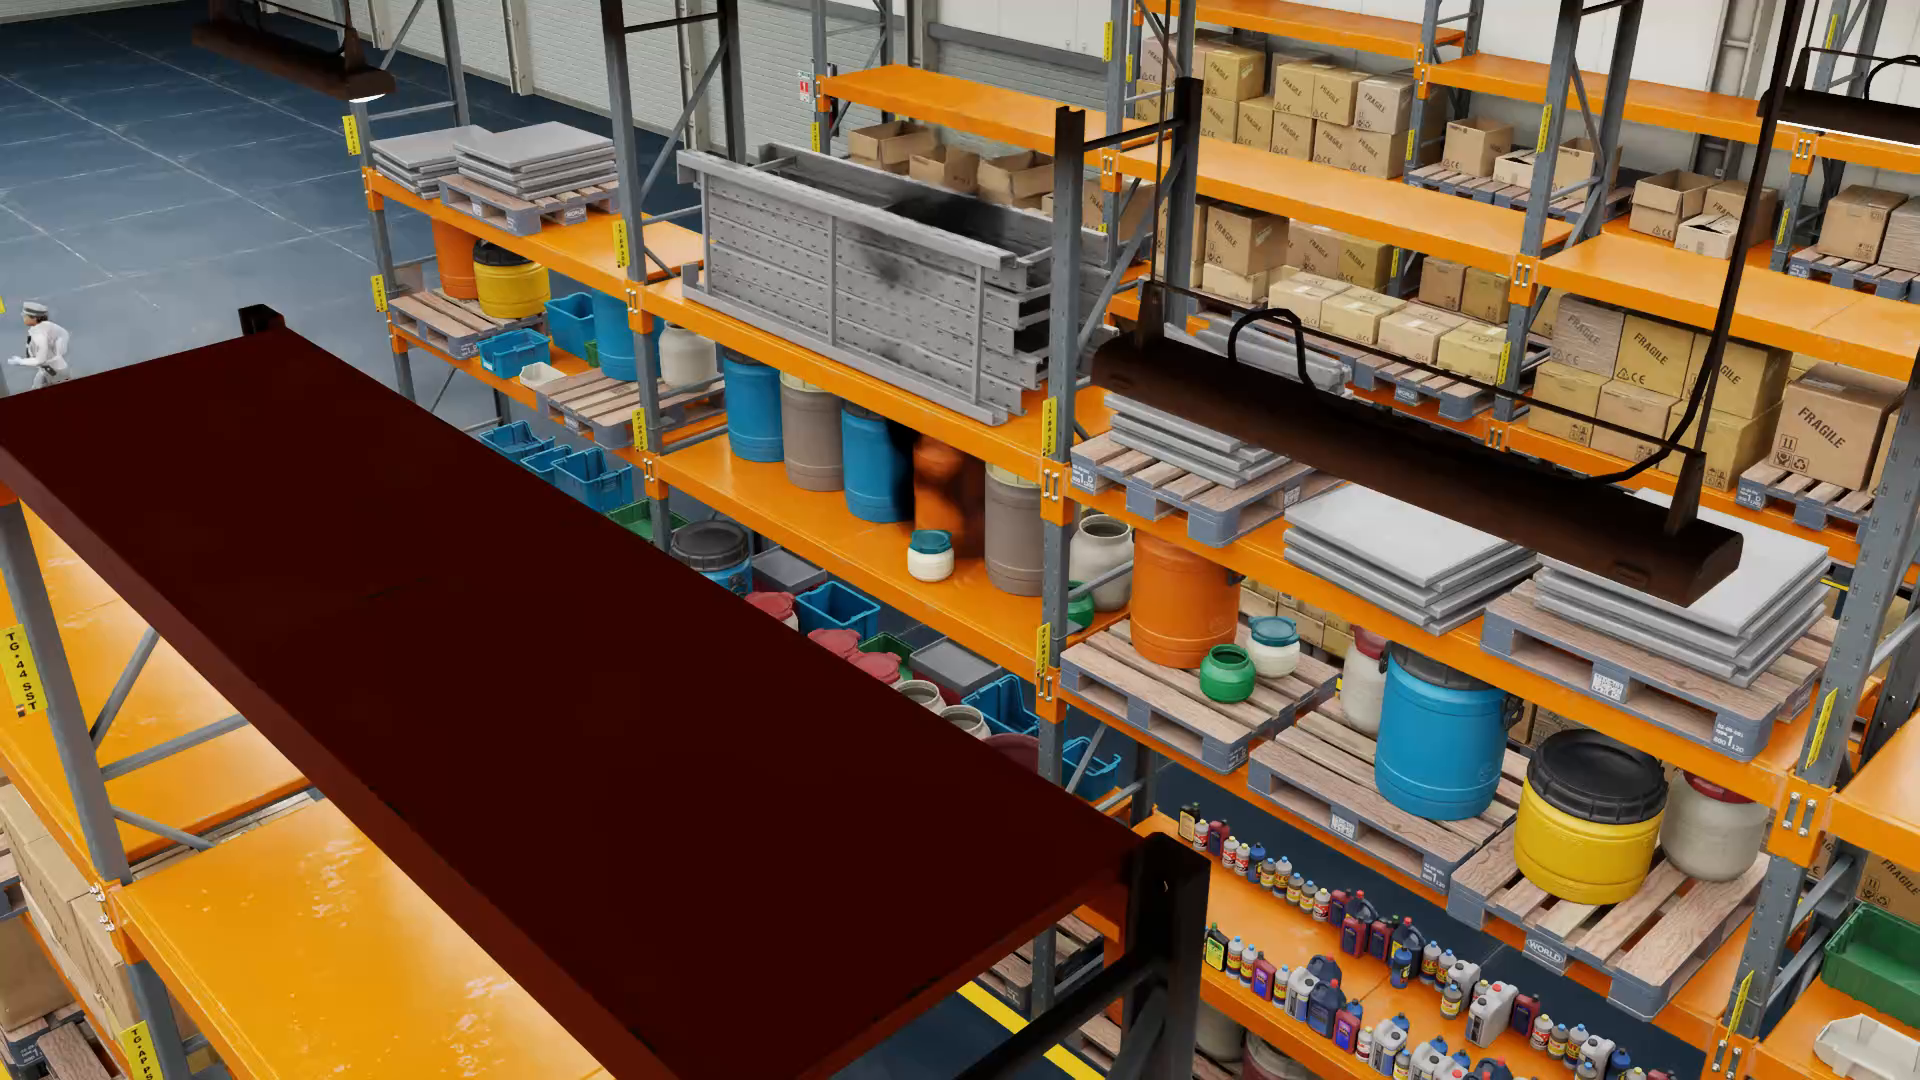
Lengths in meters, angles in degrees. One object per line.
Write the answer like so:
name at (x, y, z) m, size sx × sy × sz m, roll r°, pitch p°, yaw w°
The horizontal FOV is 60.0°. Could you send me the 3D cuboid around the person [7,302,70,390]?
person at (-10.129, -1.850, 18.536) m, size 0.771 × 1.714 × 0.572 m, roll -15°, pitch 32°, yaw -26°
